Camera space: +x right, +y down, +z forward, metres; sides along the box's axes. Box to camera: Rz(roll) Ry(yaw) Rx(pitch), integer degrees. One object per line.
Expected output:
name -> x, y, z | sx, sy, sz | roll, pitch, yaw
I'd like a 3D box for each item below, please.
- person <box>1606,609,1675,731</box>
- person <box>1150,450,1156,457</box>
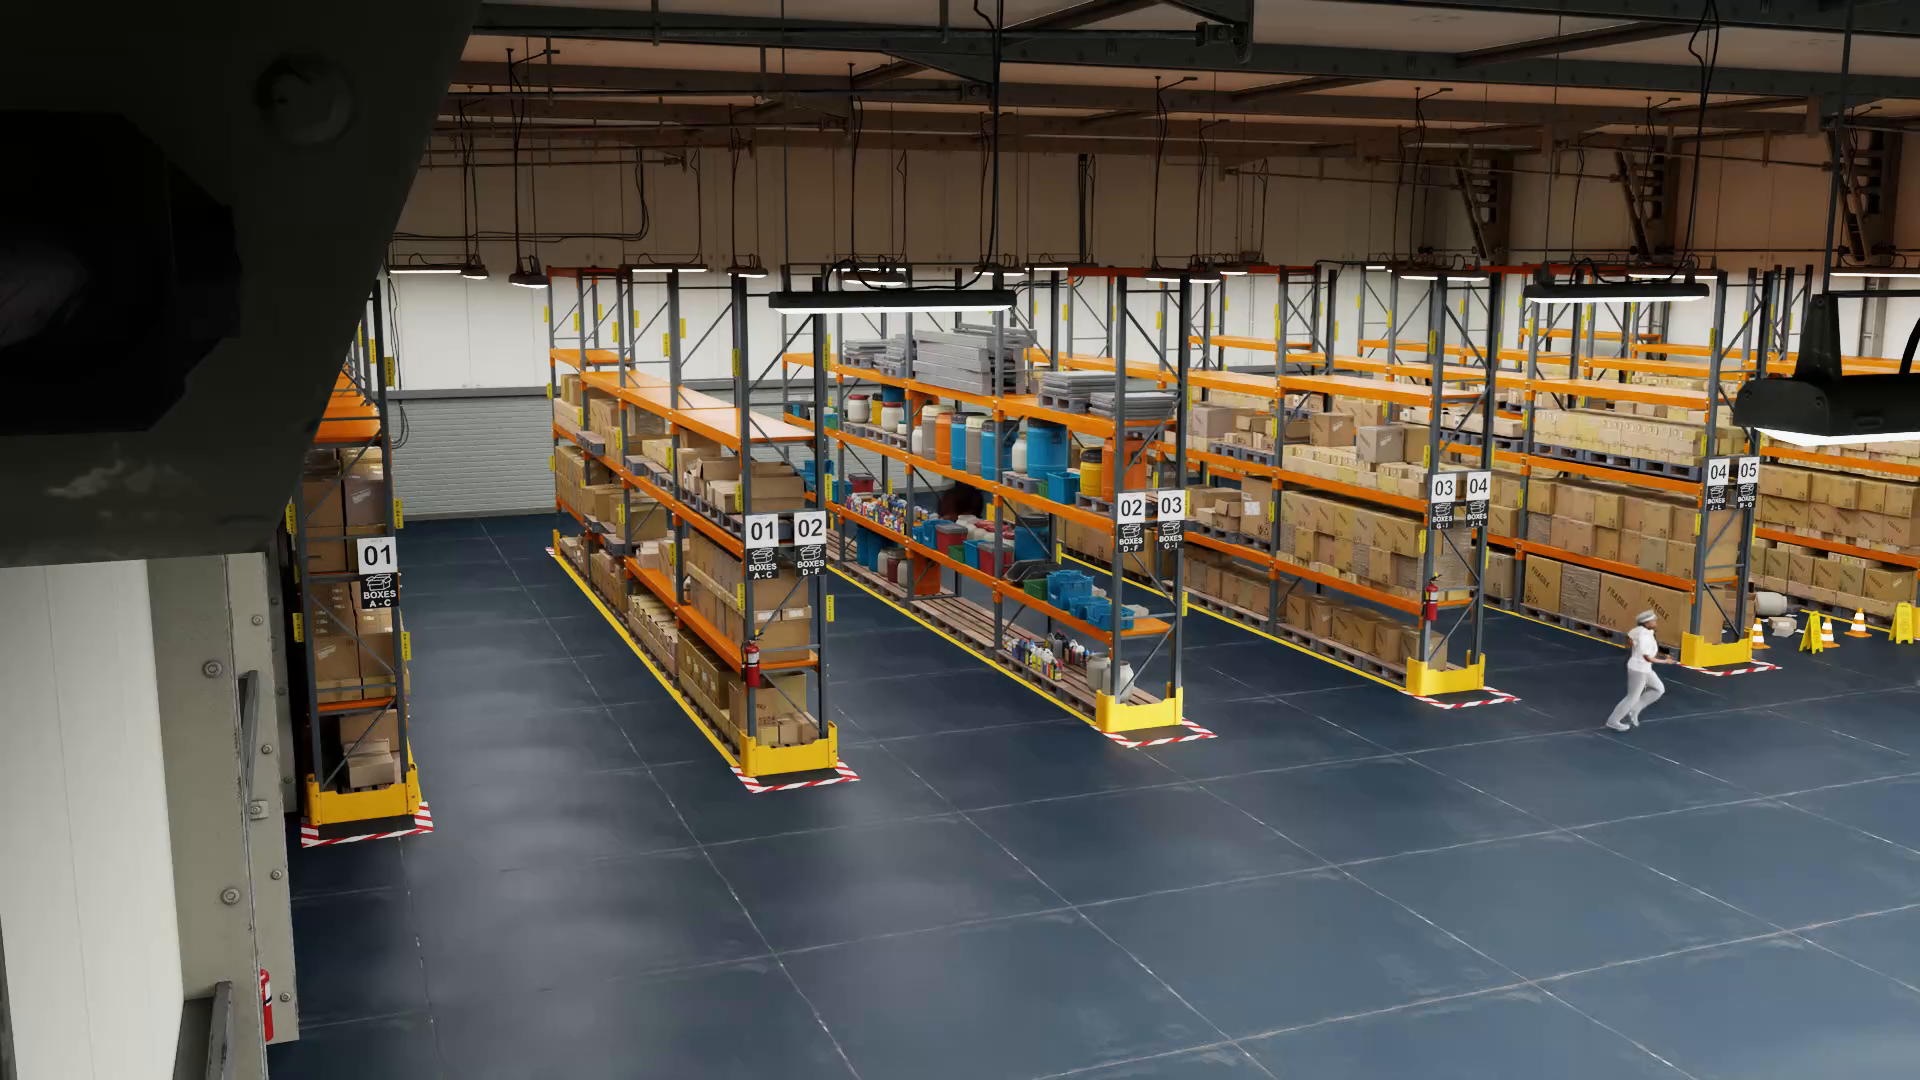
person -> 9.028, 1.705, 22.001 | 0.786, 1.651, 0.600 | 4, 11, 24
person -> 4.767, -1.522, 40.694 | 0.631, 1.656, 0.676 | 9, 13, 42
